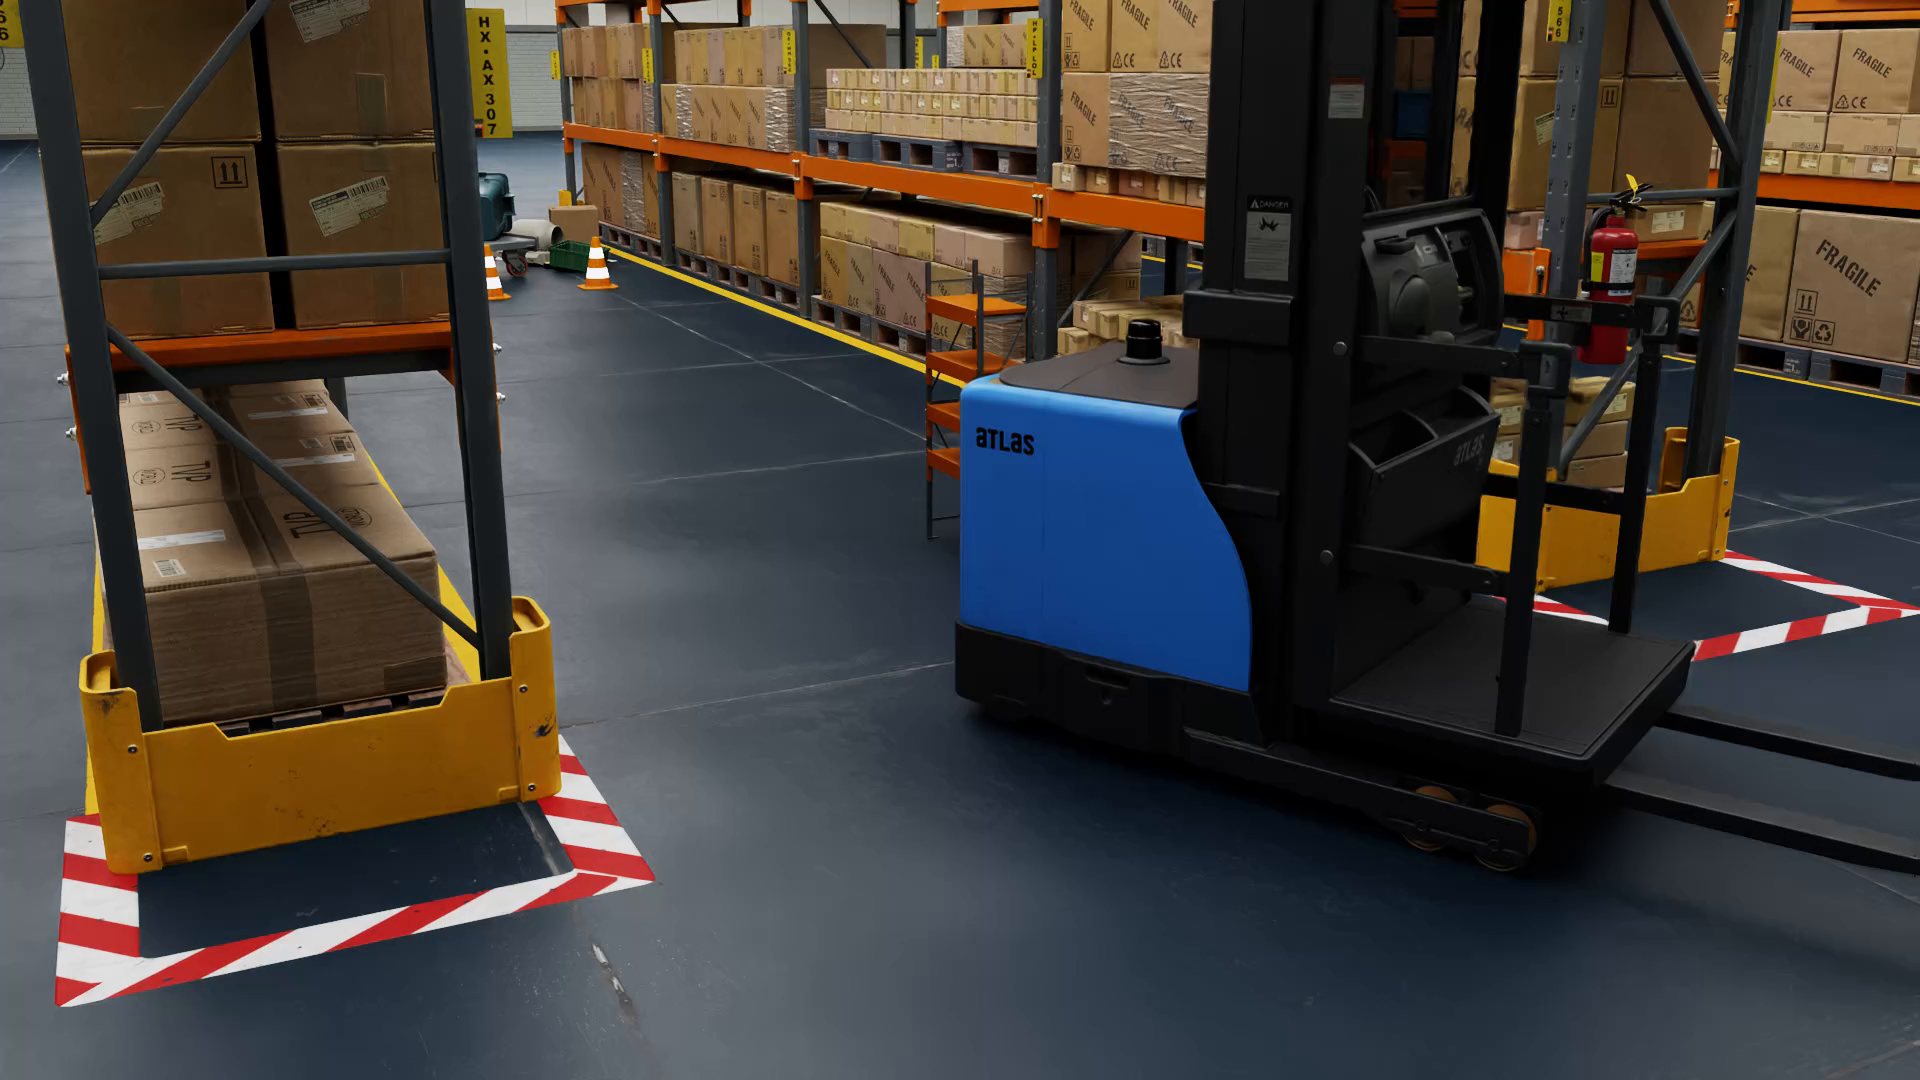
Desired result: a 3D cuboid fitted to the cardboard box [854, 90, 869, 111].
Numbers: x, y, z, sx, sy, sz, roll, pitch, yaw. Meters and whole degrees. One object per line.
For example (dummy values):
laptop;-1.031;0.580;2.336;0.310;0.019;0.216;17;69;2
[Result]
cardboard box;-0.558;-3.250;12.294;0.380;0.149;0.250;-8;18;-27

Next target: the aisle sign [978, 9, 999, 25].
aisle sign;0.411;-7.162;22.058;0.394;0.787;0.004;-8;18;-25

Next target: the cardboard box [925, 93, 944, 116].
cardboard box;-0.010;-2.937;11.200;0.380;0.149;0.250;-8;18;-25

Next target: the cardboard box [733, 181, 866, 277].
cardboard box;-1.402;-2.802;14.893;1.050;0.750;0.750;-7;18;-24

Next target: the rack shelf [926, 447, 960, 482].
rack shelf;0.073;-0.280;7.015;0.258;0.148;0.480;-8;18;-25

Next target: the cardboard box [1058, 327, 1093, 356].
cardboard box;0.794;-1.157;9.713;0.380;0.149;0.250;-7;17;-22

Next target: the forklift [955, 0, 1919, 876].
forklift;1.471;-0.722;4.454;3.031;2.935;1.130;12;20;35

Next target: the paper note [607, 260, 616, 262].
paper note;-3.691;-2.925;17.388;0.142;0.020;0.147;7;17;23

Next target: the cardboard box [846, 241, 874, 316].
cardboard box;-0.526;-1.973;12.458;0.500;0.500;0.500;-7;18;-24

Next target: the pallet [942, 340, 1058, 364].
pallet;0.580;-1.164;10.923;1.003;0.211;1.213;-8;18;-25

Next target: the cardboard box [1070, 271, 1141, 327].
cardboard box;0.837;-1.527;10.904;0.500;0.500;0.500;-7;17;-23

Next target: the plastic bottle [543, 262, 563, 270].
plastic bottle;-4.060;-2.769;16.787;0.283;0.061;0.133;11;19;33

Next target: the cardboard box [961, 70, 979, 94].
cardboard box;0.226;-2.950;10.708;0.380;0.149;0.250;-8;18;-25

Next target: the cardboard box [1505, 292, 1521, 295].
cardboard box;4.735;-2.444;13.419;1.225;0.875;0.875;-8;18;-27

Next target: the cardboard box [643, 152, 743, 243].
cardboard box;-2.795;-3.640;17.587;0.875;0.875;0.875;-7;18;-24

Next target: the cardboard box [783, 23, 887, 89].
cardboard box;-1.018;-3.944;13.563;0.700;0.500;0.500;-8;18;-25

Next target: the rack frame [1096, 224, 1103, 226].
rack frame;1.921;-4.869;18.780;1.000;3.000;0.127;-8;18;-25

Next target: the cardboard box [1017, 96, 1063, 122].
cardboard box;0.571;-2.610;10.063;0.380;0.149;0.250;-7;17;-23

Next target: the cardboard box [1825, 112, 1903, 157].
cardboard box;5.841;-2.557;10.454;0.500;0.250;0.500;-7;18;-24

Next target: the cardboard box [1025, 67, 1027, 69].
cardboard box;1.282;-5.419;19.977;0.875;0.500;0.500;-8;18;-25

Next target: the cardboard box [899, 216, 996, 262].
cardboard box;-0.089;-2.085;11.488;0.500;0.250;0.500;-9;18;-27

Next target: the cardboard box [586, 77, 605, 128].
cardboard box;-3.738;-4.984;18.910;0.875;0.550;0.550;-8;18;-25

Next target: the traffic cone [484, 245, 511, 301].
traffic cone;-4.160;-2.363;14.646;0.336;0.463;0.334;-8;18;-25

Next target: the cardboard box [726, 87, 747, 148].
cardboard box;-1.705;-3.678;14.449;0.500;0.500;0.500;-8;18;-26

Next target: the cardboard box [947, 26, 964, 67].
cardboard box;0.164;-6.363;21.454;0.500;0.500;0.500;-8;18;-25

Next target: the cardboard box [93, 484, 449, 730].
cardboard box;-2.110;0.182;5.062;0.875;0.438;0.875;-8;18;-27

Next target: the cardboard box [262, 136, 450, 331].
cardboard box;-1.683;-0.898;4.760;0.500;0.500;0.500;-8;18;-25

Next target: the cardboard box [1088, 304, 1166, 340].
cardboard box;0.954;-1.243;9.472;0.380;0.149;0.250;-7;17;-22

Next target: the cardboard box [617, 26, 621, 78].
cardboard box;-3.171;-5.254;17.893;0.875;0.550;0.550;-8;18;-25

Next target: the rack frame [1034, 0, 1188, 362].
rack frame;0.922;-2.311;9.867;1.000;3.000;0.127;-8;18;-25

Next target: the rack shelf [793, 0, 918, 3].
rack shelf;0.046;-3.903;11.280;1.077;0.370;4.000;-8;18;-25

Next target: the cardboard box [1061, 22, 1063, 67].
cardboard box;1.476;-5.619;18.860;0.500;0.500;0.500;-8;18;-25

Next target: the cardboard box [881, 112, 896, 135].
cardboard box;-0.341;-2.983;11.901;0.380;0.149;0.250;-7;17;-23

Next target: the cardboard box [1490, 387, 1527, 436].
cardboard box;2.215;-0.538;7.014;0.380;0.149;0.250;-7;18;-24

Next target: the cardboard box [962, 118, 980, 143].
cardboard box;0.239;-2.655;10.760;0.380;0.149;0.250;-9;18;-28

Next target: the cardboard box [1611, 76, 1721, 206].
cardboard box;2.726;-1.655;6.860;0.500;0.500;0.500;-7;17;-22

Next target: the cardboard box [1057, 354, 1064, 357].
cardboard box;0.793;-1.014;9.752;0.380;0.149;0.250;-9;18;-27

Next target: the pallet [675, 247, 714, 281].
pallet;-2.177;-2.772;16.529;1.003;0.211;1.213;-8;18;-25

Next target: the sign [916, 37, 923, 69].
sign;-0.346;-3.889;13.411;0.100;0.325;0.005;-8;18;-25

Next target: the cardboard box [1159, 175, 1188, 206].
cardboard box;1.262;-1.827;8.636;0.380;0.149;0.250;-7;18;-24

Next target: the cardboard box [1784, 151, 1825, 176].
cardboard box;5.604;-2.456;10.826;0.380;0.149;0.250;-8;18;-26

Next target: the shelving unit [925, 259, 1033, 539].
shelving unit;0.073;-0.536;6.942;0.258;1.200;0.503;-8;18;-25

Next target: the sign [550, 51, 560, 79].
sign;-4.836;-5.675;19.876;0.100;0.325;0.005;-8;18;-25

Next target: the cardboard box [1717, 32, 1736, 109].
cardboard box;5.405;-3.167;11.223;0.500;0.500;0.500;-8;18;-25

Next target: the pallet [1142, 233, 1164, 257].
pallet;2.263;-3.336;18.493;1.003;0.211;1.213;-8;18;-25

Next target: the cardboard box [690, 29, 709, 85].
cardboard box;-2.132;-4.574;15.757;0.700;0.500;0.500;-8;18;-26

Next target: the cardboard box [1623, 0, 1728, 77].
cardboard box;2.717;-2.134;6.717;0.500;0.500;0.500;-8;18;-25

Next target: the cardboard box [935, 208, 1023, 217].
cardboard box;0.145;-2.274;12.148;0.500;0.250;0.500;-7;18;-24

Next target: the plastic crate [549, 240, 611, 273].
plastic crate;-3.836;-2.856;16.757;0.450;0.188;0.662;11;16;1

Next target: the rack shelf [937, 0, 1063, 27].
rack shelf;1.044;-6.461;20.194;1.077;0.370;4.000;-8;18;-25

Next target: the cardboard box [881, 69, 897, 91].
cardboard box;-0.342;-3.272;11.830;0.380;0.149;0.250;-7;17;-22
